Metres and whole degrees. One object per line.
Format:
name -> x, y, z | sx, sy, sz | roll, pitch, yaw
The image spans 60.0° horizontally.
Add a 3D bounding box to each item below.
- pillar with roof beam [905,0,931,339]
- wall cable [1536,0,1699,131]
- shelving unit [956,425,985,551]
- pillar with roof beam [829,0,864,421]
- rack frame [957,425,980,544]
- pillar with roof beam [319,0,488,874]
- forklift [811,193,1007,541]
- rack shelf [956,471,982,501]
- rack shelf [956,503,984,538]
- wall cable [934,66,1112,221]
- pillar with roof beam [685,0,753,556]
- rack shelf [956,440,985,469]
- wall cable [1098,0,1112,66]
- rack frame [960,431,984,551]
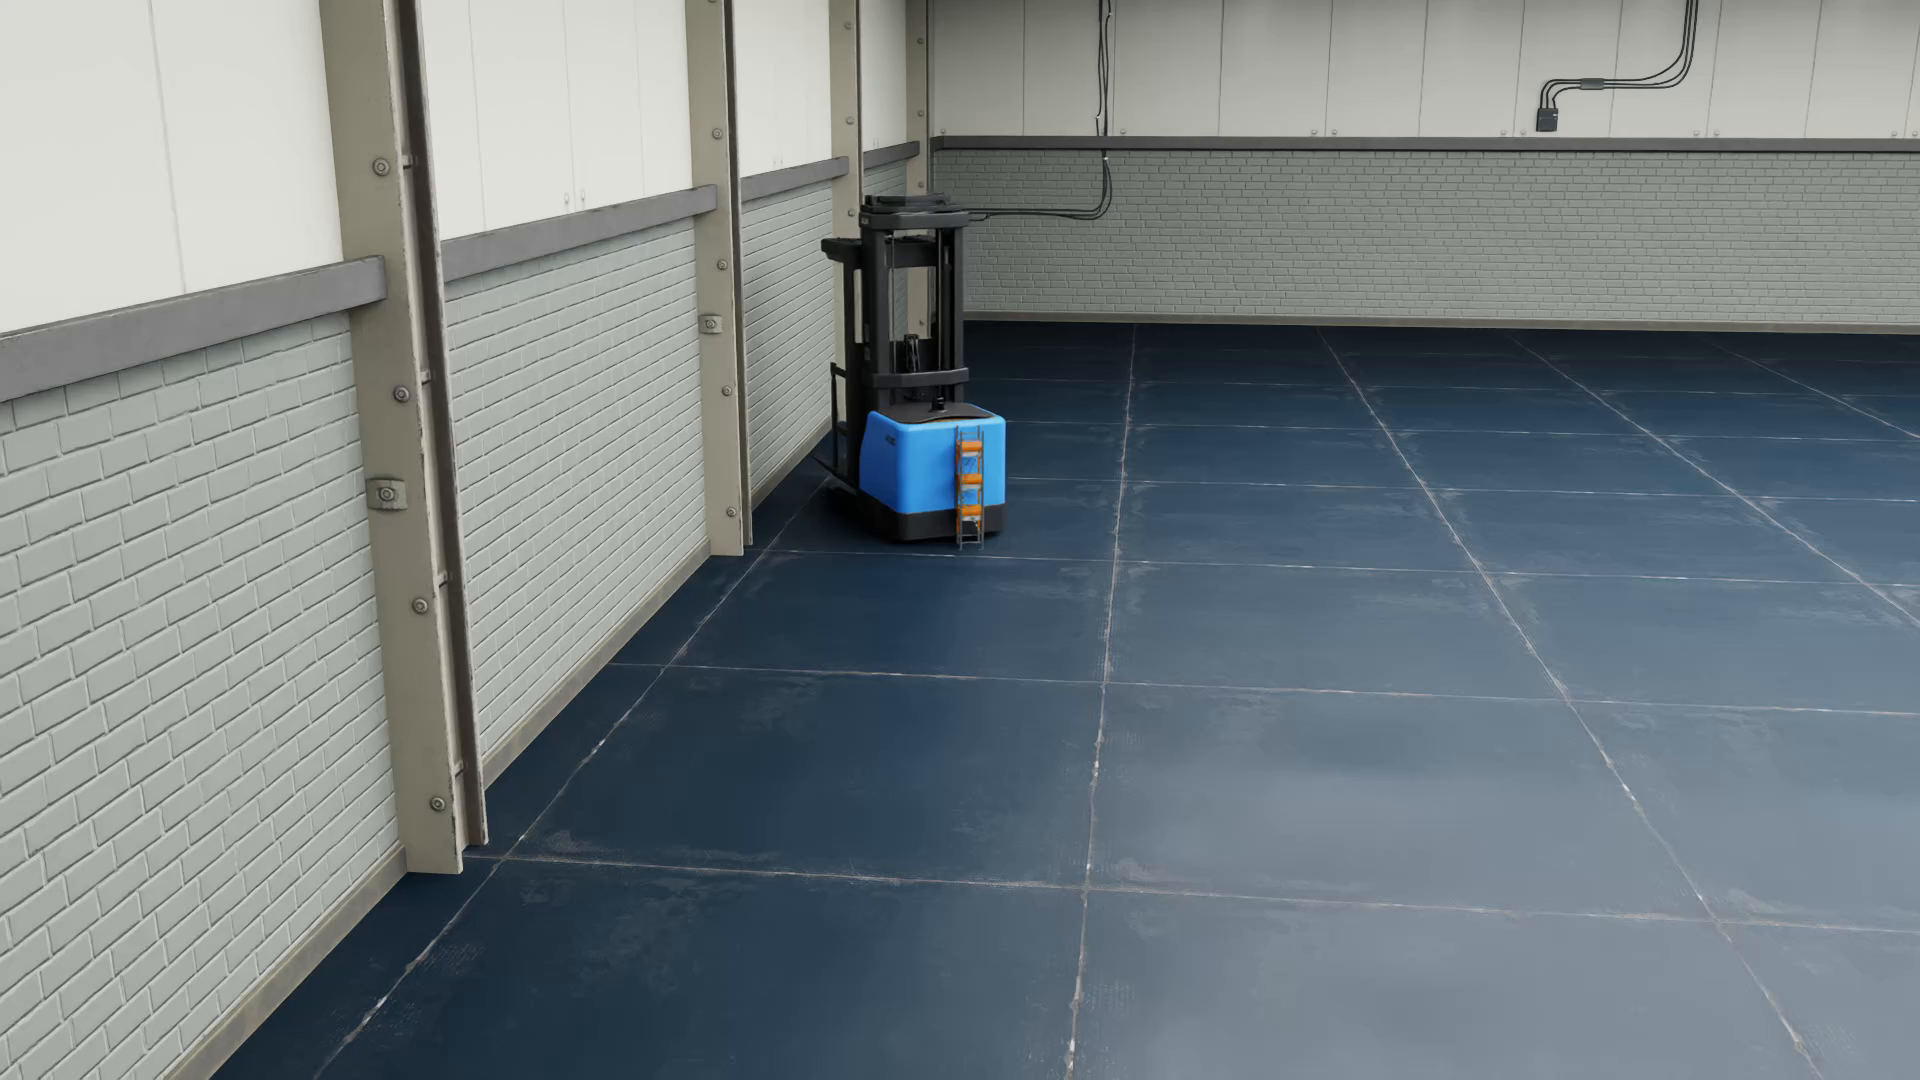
pillar with roof beam -> 3.643, -7.251, 24.238 | 9.100, 9.000, 0.400 | 2, 15, 6
wall cable -> 10.443, -9.461, 25.896 | 2.305, 6.003, 0.169 | 2, 15, 6
shelving unit -> 0.087, -0.446, 14.300 | 0.215, 1.050, 0.252 | -2, 15, -7
pillar with roof beam -> 2.966, -5.695, 18.483 | 9.100, 9.000, 0.400 | 2, 15, 6
rack frame -> 0.072, -0.478, 14.417 | 0.200, 1.050, 0.008 | -2, 15, -7
pillar with roof beam -> 1.612, -2.583, 6.973 | 9.100, 9.000, 0.400 | 2, 15, 6
forklift -> -0.627, -1.748, 15.513 | 1.130, 2.935, 3.031 | -6, 16, -22
rack shelf -> 0.087, -0.436, 14.303 | 0.215, 0.259, 0.240 | -2, 15, -7
rack shelf -> 0.087, -0.167, 14.375 | 0.215, 0.259, 0.240 | -2, 15, -7
wall cable -> 1.012, -6.604, 27.794 | 3.097, 2.526, 0.112 | 2, 15, 6
pillar with roof beam -> 2.289, -4.139, 12.728 | 9.100, 9.000, 0.400 | 2, 15, 6
rack shelf -> 0.087, -0.710, 14.229 | 0.215, 0.259, 0.240 | -2, 15, -7
wall cable -> 3.700, -8.962, 26.840 | 3.097, 2.526, 0.112 | 2, 15, 6
rack frame -> 0.102, -0.414, 14.183 | 0.200, 1.050, 0.008 | -2, 15, -7
